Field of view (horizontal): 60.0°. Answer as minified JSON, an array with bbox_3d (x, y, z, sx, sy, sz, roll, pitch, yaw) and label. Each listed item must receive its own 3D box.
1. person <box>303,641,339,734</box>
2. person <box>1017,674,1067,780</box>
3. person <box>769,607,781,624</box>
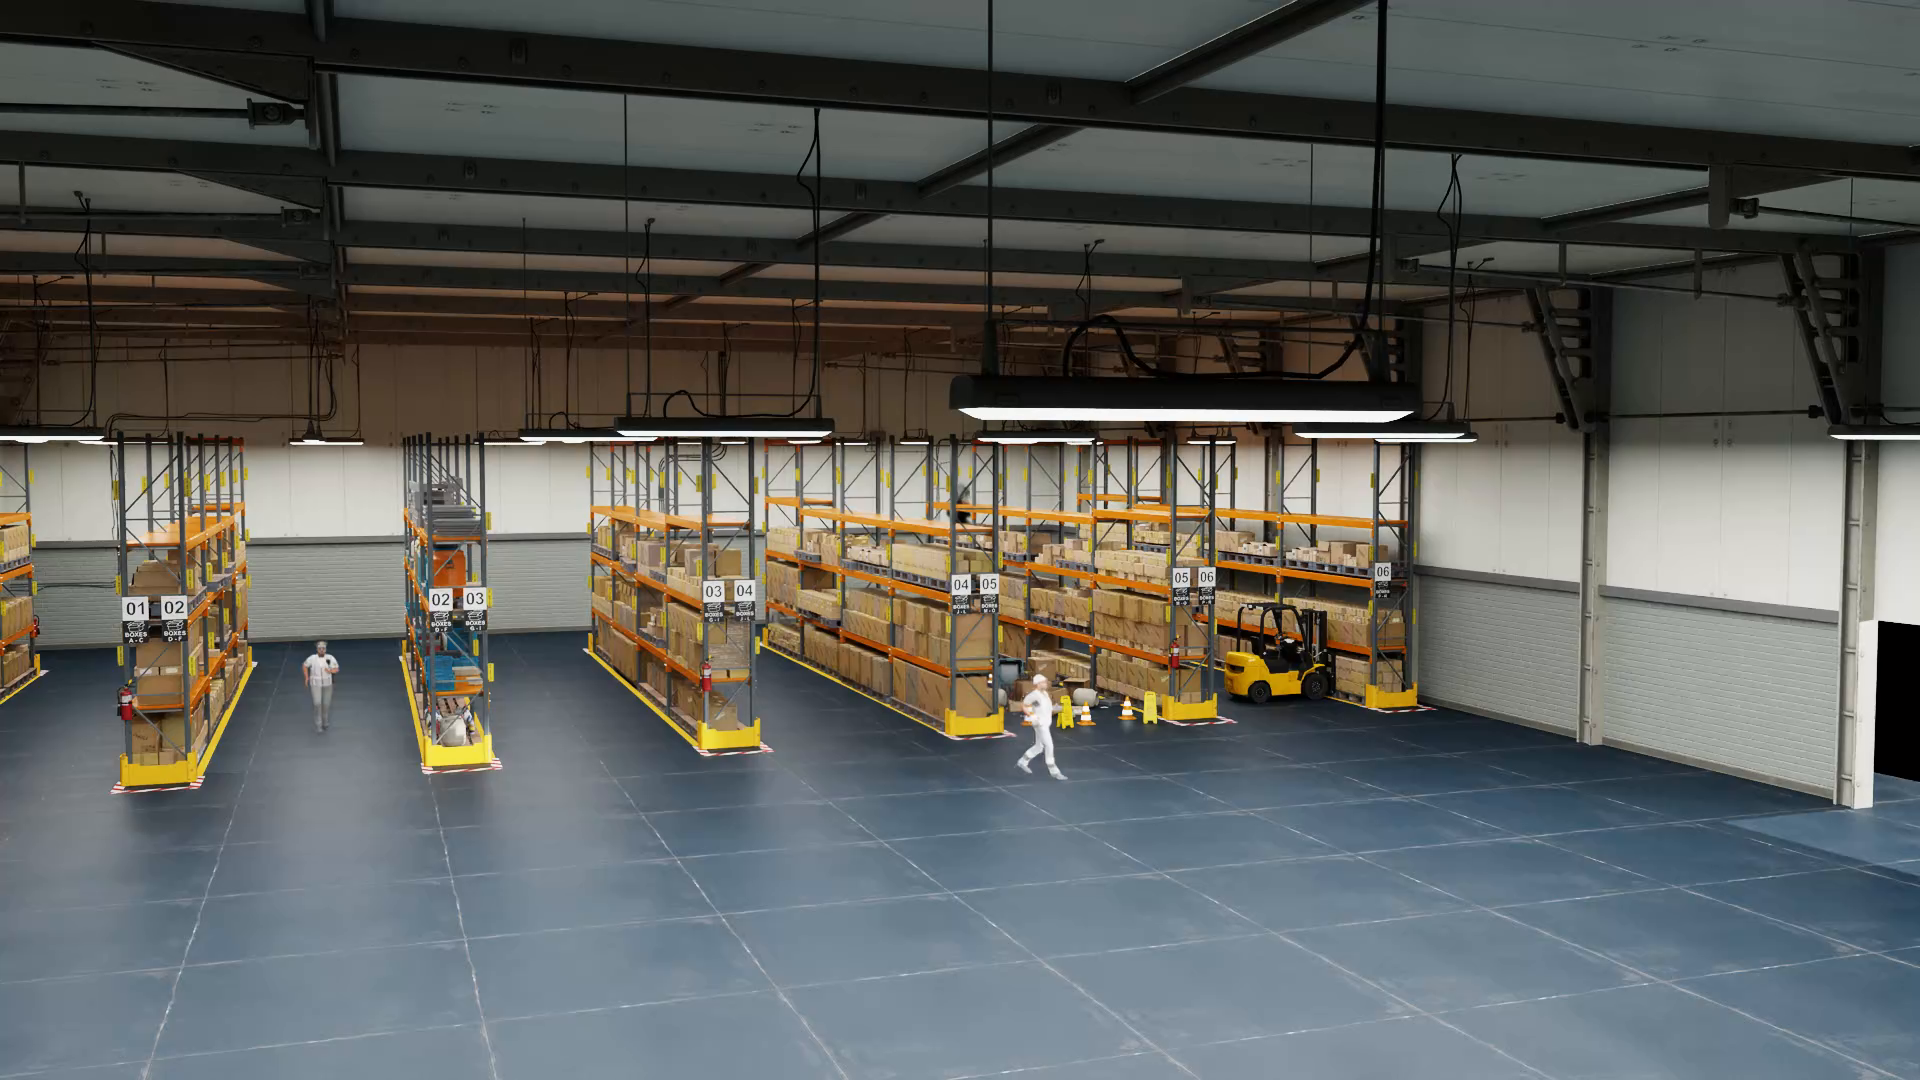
[{"bbox_3d":[-12.937,2.962,33.706,0.642,1.834,0.854,-2,4,-29],"label":"person"},{"bbox_3d":[1.409,3.203,28.621,0.948,1.783,0.656,1,3,21],"label":"person"},{"bbox_3d":[-5.466,2.154,49.403,0.570,1.641,0.592,-2,4,-34],"label":"person"}]
